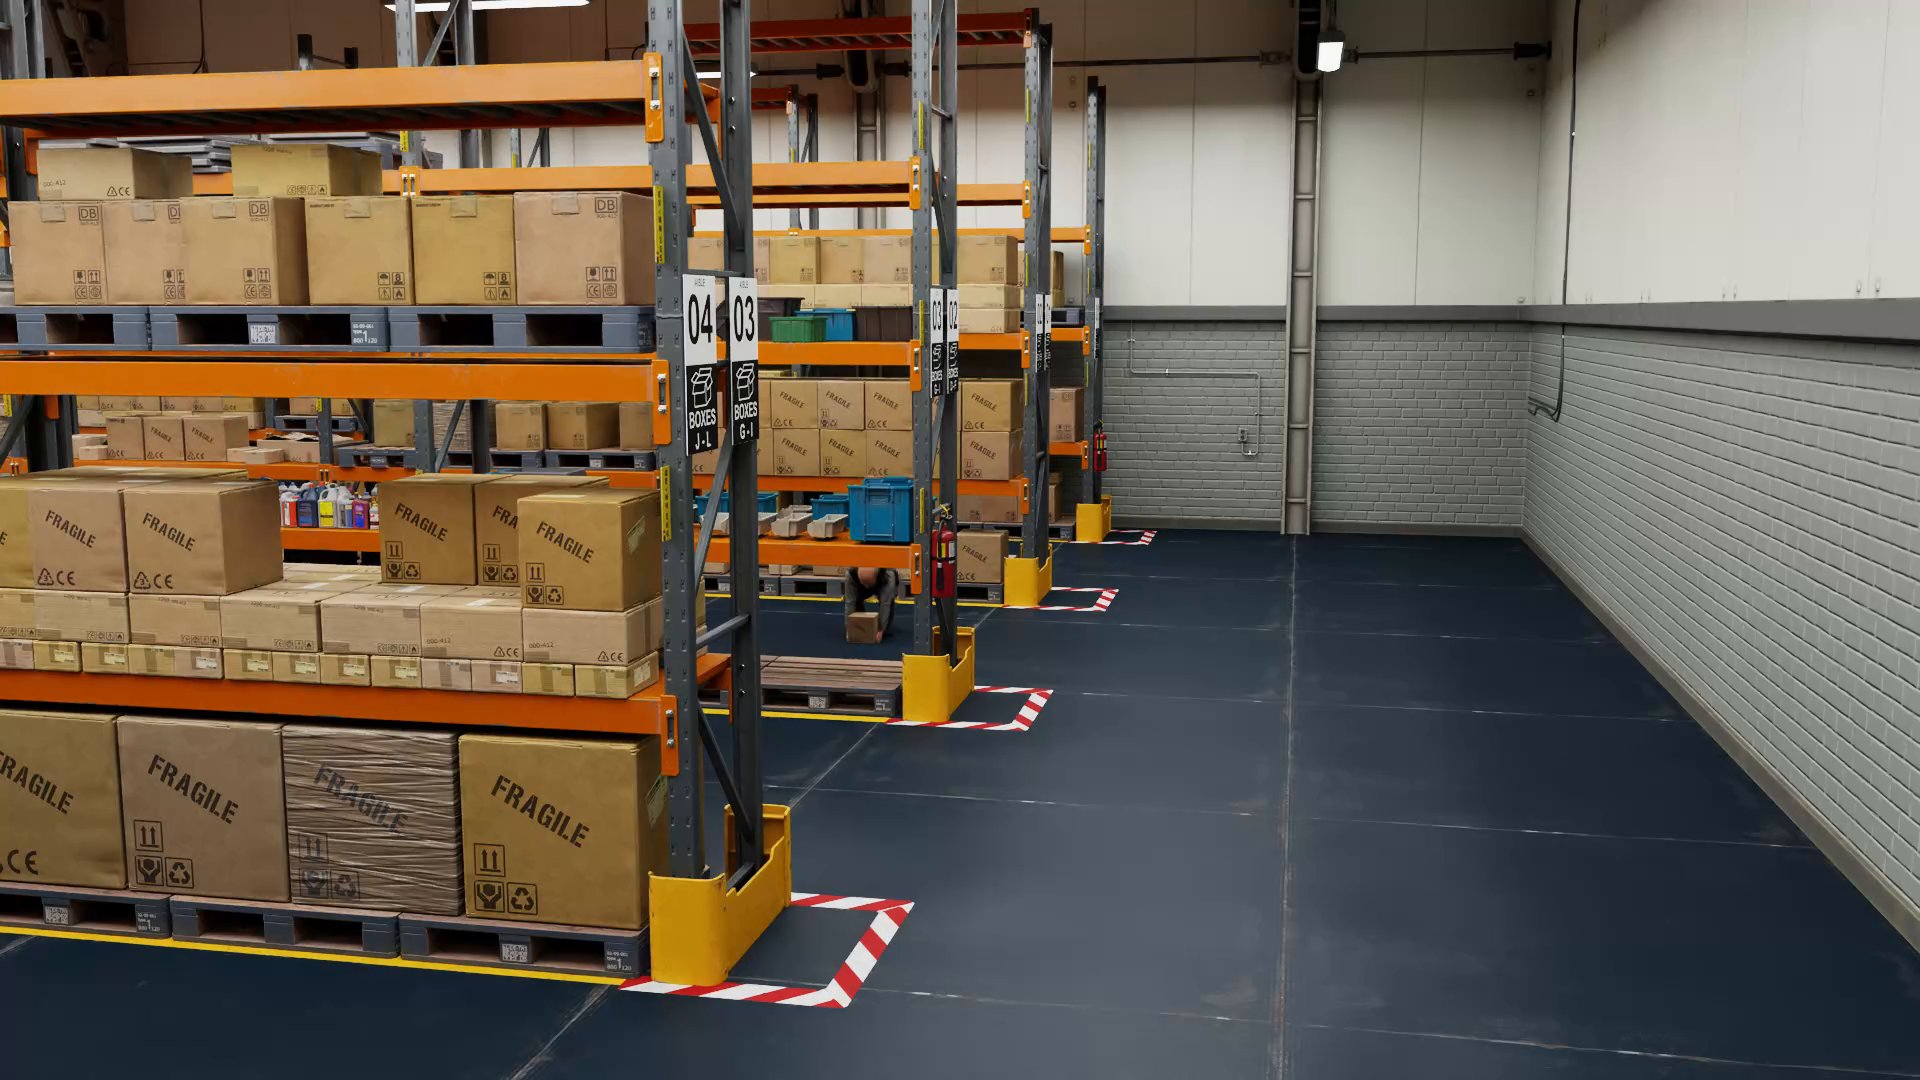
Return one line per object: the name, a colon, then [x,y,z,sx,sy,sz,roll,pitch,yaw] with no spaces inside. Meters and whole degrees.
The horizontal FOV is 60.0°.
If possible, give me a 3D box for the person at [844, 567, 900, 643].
person: [-0.830,0.537,15.635,0.503,0.800,0.929,1,8,10]
